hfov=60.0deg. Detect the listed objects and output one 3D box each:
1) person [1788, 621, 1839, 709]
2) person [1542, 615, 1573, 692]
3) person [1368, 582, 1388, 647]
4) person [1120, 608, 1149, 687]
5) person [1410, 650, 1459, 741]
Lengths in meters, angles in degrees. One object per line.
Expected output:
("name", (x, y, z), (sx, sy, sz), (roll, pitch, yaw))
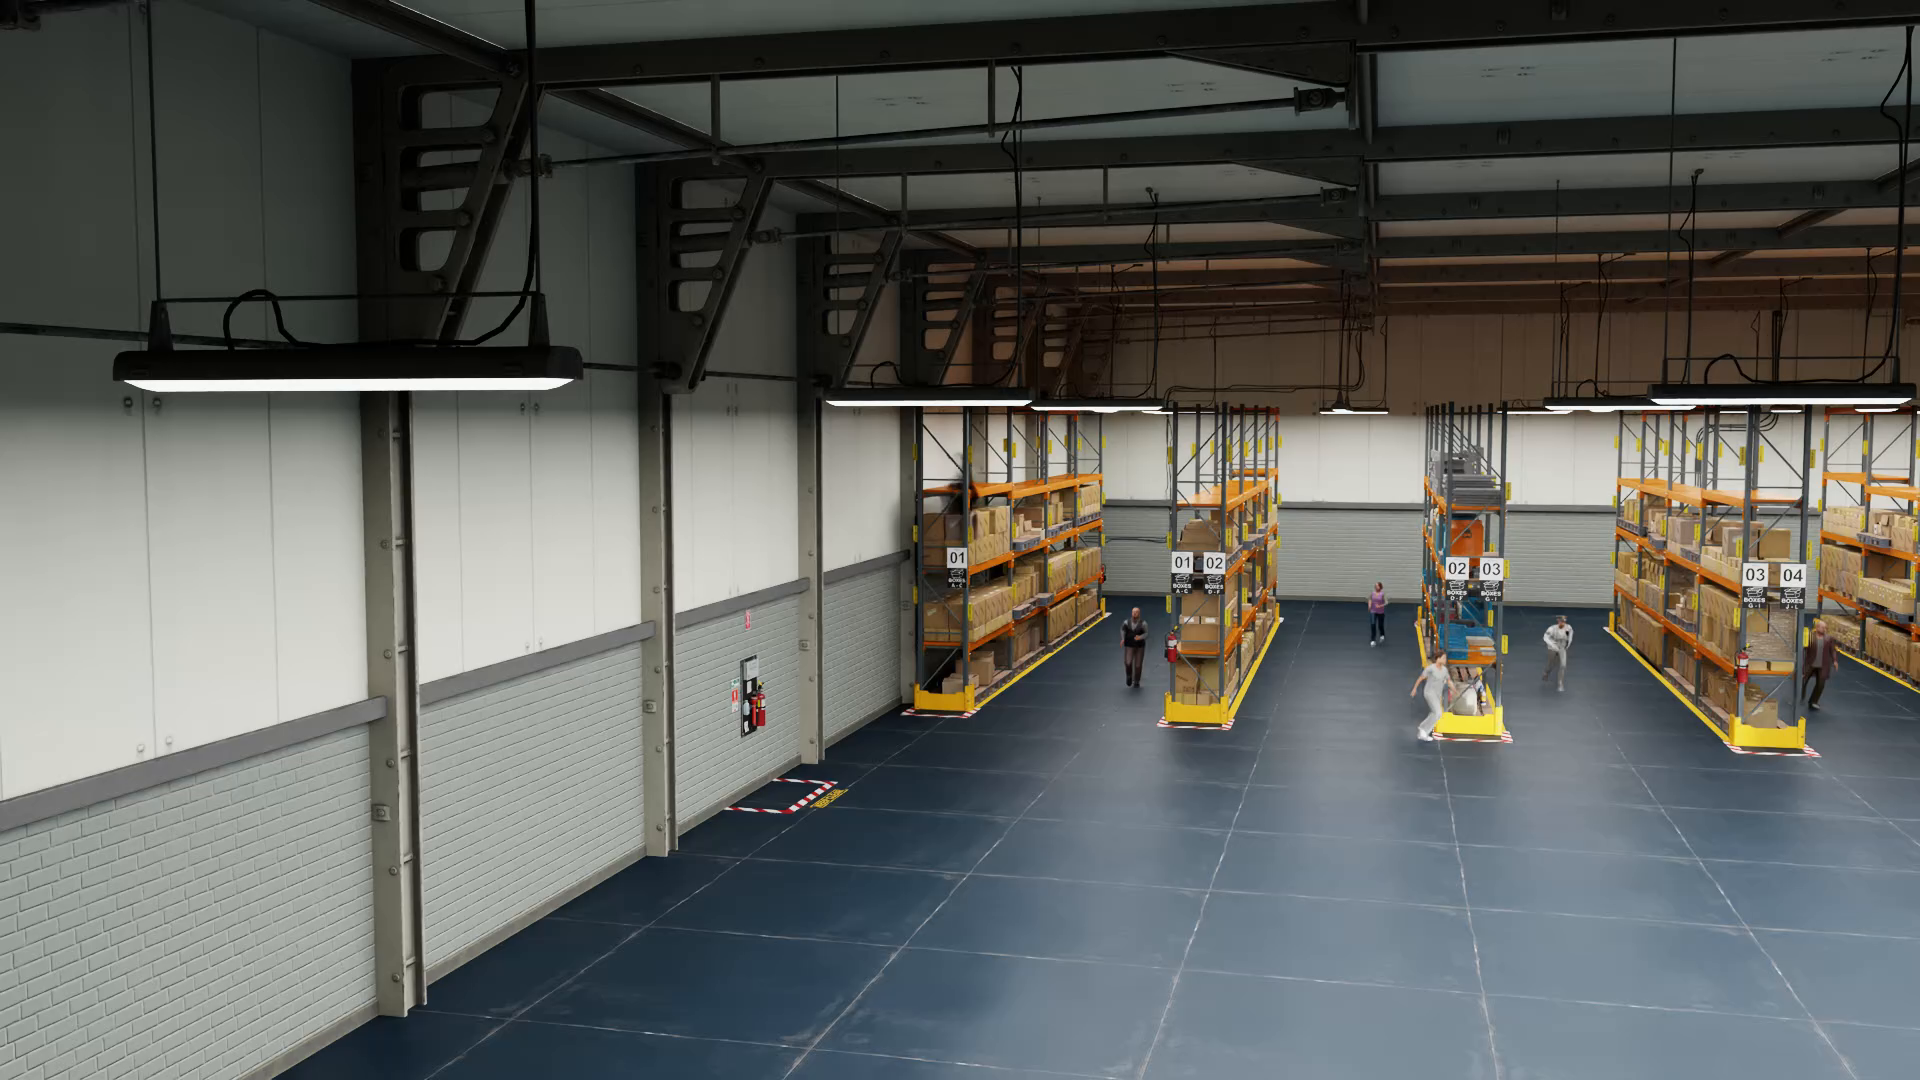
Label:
("person", (16.693, 2.445, 32.512), (0.822, 1.743, 0.610), (1, 4, 16))
("person", (12.565, 2.353, 35.085), (0.657, 1.631, 0.982), (-1, 4, -7))
("person", (10.464, 1.855, 41.643), (0.543, 1.582, 0.826), (2, 5, 28))
("person", (3.676, 2.272, 35.080), (0.635, 1.680, 0.649), (1, 4, 10))
("person", (8.389, 2.747, 29.260), (0.549, 1.627, 0.738), (-3, 5, -35))
